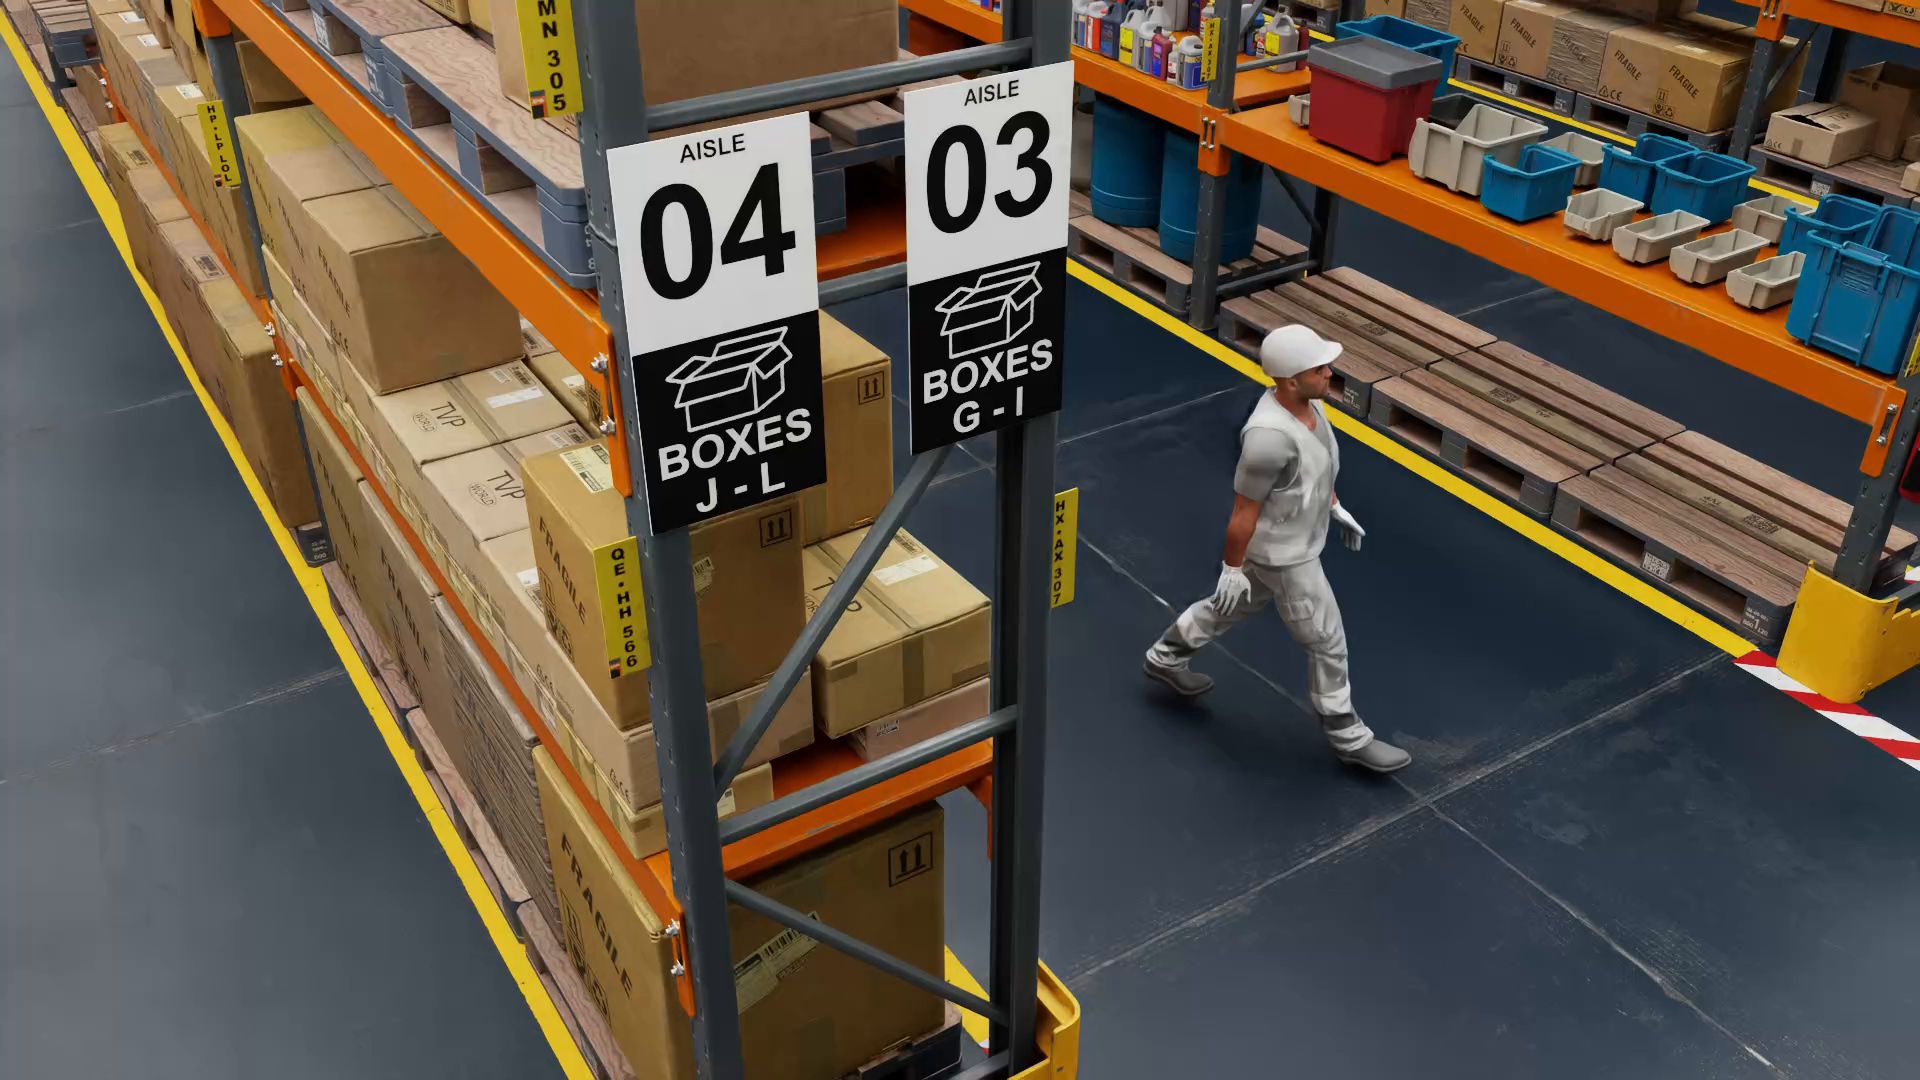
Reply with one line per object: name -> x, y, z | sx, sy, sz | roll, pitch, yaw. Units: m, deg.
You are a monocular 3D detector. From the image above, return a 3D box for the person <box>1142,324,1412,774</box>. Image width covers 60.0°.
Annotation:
person -> 1.228, 0.010, 6.110 | 1.099, 1.737, 0.581 | 10, 34, 16
